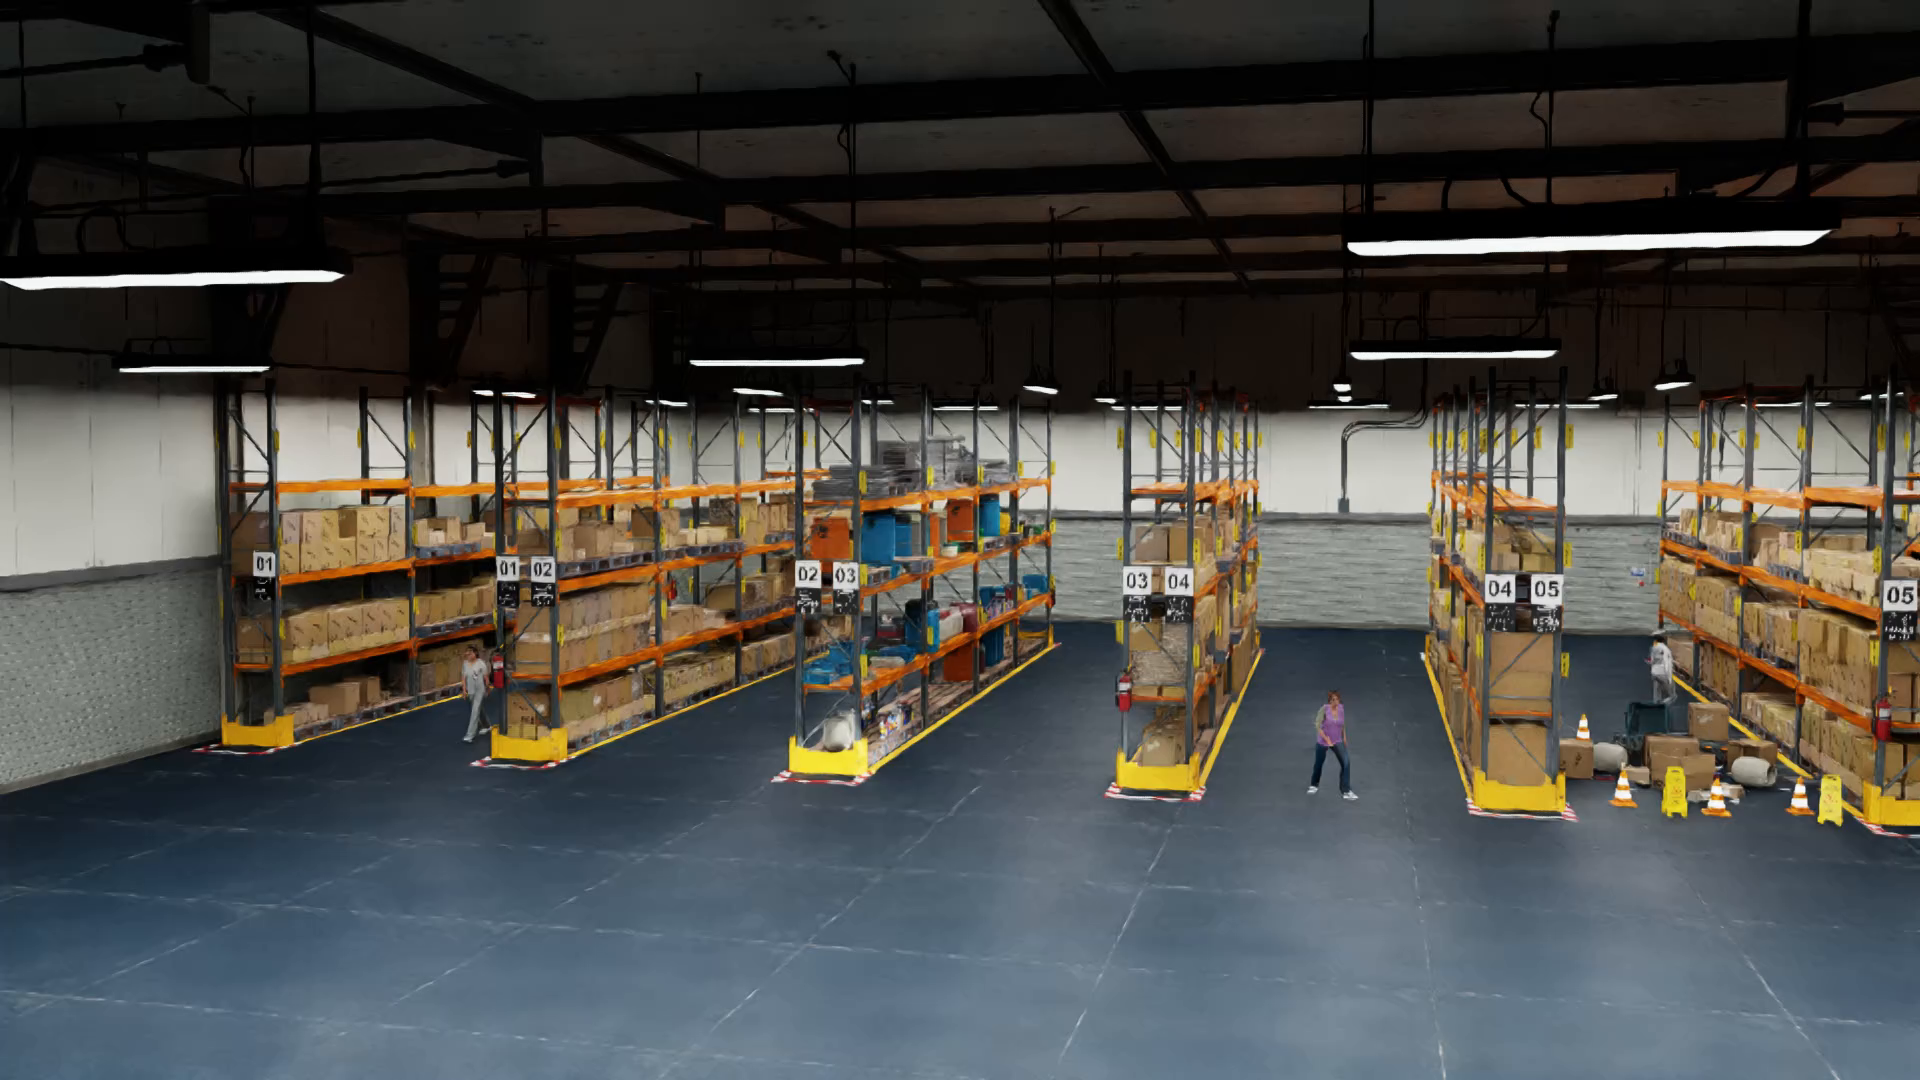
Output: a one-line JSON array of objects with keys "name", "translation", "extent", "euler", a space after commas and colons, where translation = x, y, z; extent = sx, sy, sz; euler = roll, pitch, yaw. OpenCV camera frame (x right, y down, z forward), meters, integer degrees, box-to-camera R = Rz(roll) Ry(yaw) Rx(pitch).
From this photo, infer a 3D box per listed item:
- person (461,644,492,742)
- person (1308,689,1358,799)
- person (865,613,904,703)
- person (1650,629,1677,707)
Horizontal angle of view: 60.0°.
[{"name": "person", "translation": [-8.125, 2.523, 27.790], "extent": [0.446, 1.590, 1.110], "euler": [1, 4, 15]}, {"name": "person", "translation": [5.198, 2.829, 23.285], "extent": [0.569, 1.530, 0.774], "euler": [0, 3, -5]}, {"name": "person", "translation": [-1.384, 2.238, 31.603], "extent": [0.534, 1.700, 1.033], "euler": [1, 4, 23]}, {"name": "person", "translation": [12.318, 2.410, 29.243], "extent": [0.412, 1.674, 0.510], "euler": [-1, 4, -17]}]
